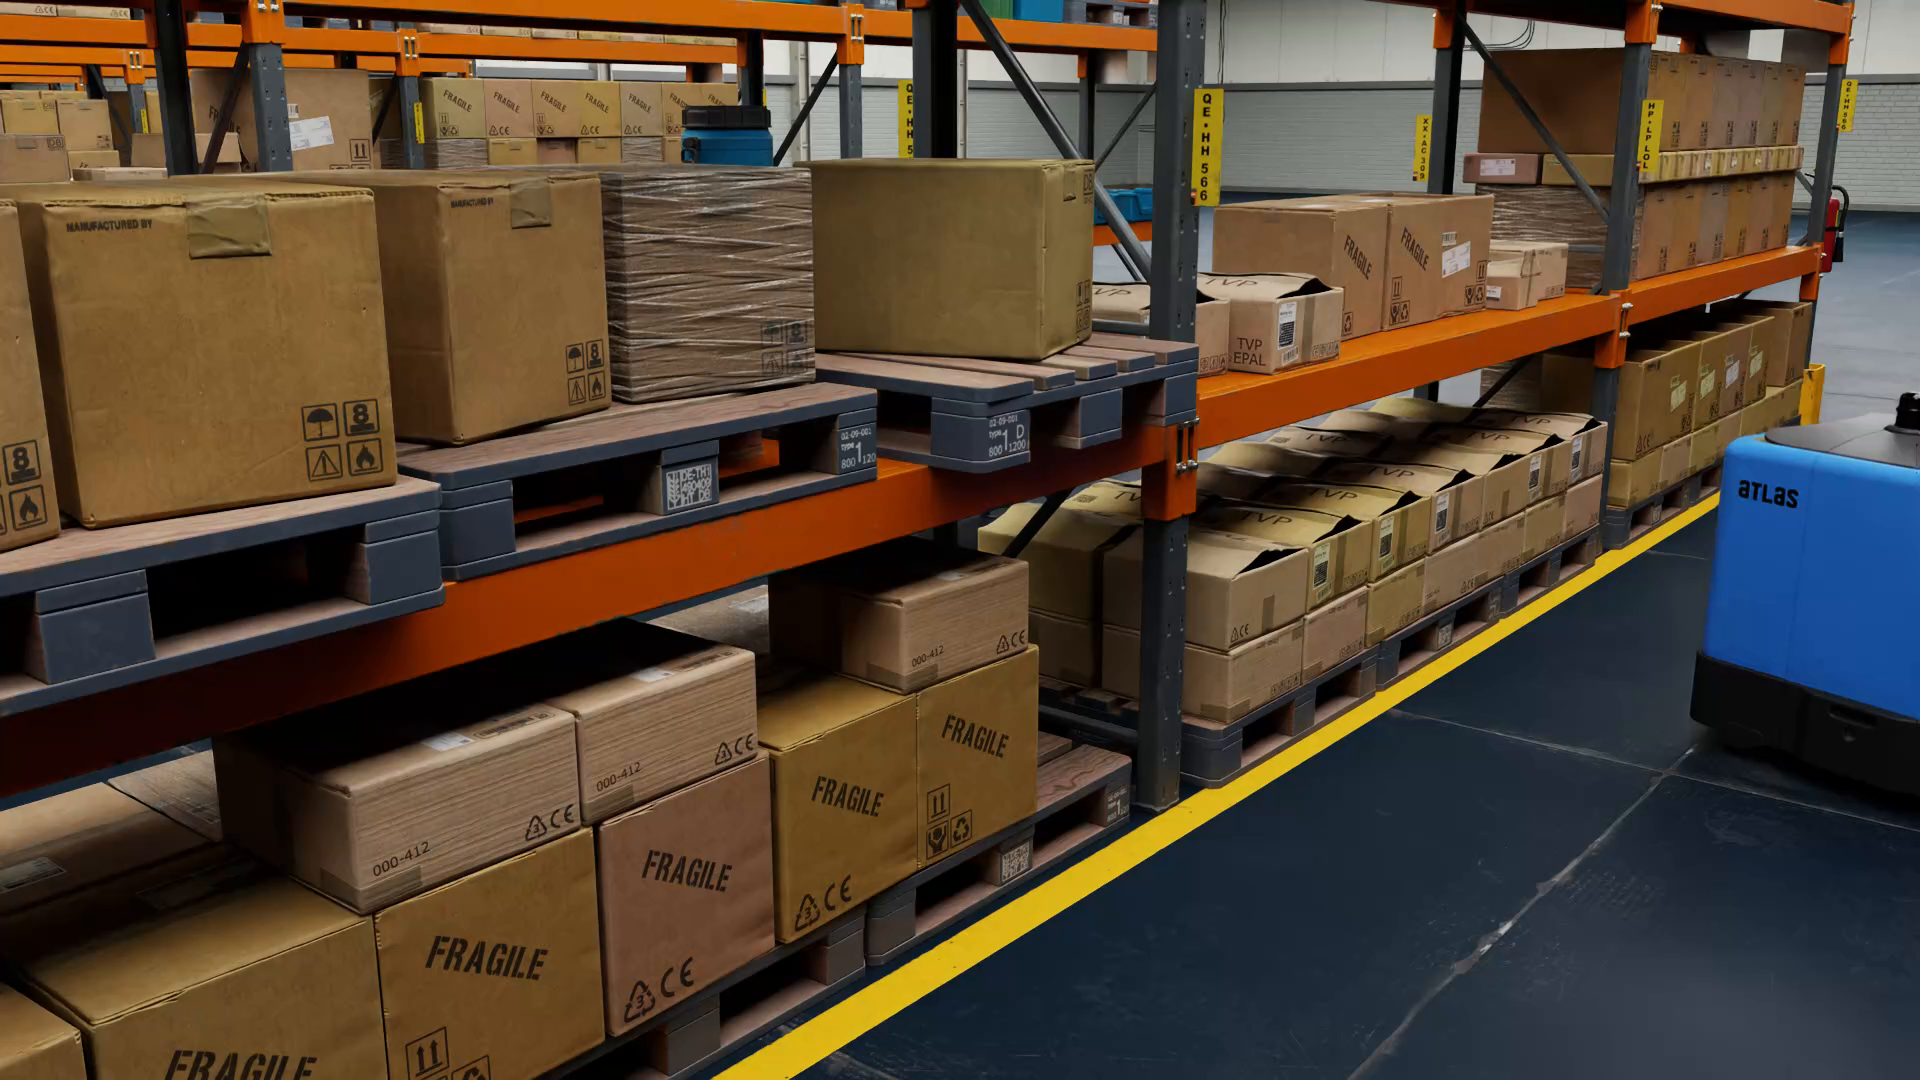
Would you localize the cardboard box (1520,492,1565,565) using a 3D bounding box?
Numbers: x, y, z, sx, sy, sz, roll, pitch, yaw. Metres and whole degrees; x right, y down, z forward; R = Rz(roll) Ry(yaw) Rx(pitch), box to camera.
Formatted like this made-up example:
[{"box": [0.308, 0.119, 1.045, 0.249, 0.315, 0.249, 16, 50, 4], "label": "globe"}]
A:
[{"box": [2.433, -0.094, 7.633, 0.500, 0.250, 0.500, 11, 18, 37], "label": "cardboard box"}]

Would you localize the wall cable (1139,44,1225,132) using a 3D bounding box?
[{"box": [6.625, -13.559, 50.025, 3.097, 2.526, 0.112, 11, 18, 38], "label": "wall cable"}]

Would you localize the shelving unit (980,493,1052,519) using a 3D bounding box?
[{"box": [-0.004, -0.544, 8.479, 0.538, 1.125, 1.048, 11, 18, 38], "label": "shelving unit"}]

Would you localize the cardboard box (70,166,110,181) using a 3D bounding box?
[{"box": [-6.591, -2.711, 12.624, 0.396, 0.266, 0.258, 11, 18, 36], "label": "cardboard box"}]

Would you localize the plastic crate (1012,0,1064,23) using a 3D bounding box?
[{"box": [0.487, -4.012, 12.263, 0.392, 0.384, 0.575, 11, 18, 38], "label": "plastic crate"}]

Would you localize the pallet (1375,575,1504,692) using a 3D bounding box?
[{"box": [1.589, 0.289, 7.056, 1.003, 0.211, 1.213, 11, 18, 38], "label": "pallet"}]

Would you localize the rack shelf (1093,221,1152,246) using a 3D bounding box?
[{"box": [0.194, -2.246, 12.832, 1.077, 0.370, 4.000, 11, 18, 38], "label": "rack shelf"}]

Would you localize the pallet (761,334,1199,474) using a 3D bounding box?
[{"box": [-0.098, -0.445, 4.670, 1.213, 0.211, 1.003, 11, 18, 38], "label": "pallet"}]

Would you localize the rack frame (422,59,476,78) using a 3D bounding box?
[{"box": [-6.195, -4.531, 20.366, 1.000, 3.000, 0.127, 11, 18, 38], "label": "rack frame"}]

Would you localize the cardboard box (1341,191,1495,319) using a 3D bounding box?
[{"box": [1.961, -1.247, 7.237, 0.500, 0.500, 0.500, 13, 19, 41], "label": "cardboard box"}]

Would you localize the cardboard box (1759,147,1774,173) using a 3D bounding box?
[{"box": [4.726, -2.323, 10.156, 0.380, 0.149, 0.250, 12, 18, 38], "label": "cardboard box"}]

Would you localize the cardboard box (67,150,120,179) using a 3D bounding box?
[{"box": [-8.829, -3.672, 16.782, 0.500, 0.500, 0.500, 11, 18, 37], "label": "cardboard box"}]

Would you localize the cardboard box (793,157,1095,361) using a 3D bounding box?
[{"box": [-0.034, -0.792, 4.593, 0.700, 0.500, 0.500, 5, 15, 19], "label": "cardboard box"}]

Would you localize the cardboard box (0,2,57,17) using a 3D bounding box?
[{"box": [-6.613, -3.742, 11.473, 0.500, 0.250, 0.500, 12, 18, 39], "label": "cardboard box"}]

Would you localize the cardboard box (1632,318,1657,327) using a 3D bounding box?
[{"box": [3.847, -1.089, 10.028, 0.500, 0.500, 0.500, 11, 18, 38], "label": "cardboard box"}]

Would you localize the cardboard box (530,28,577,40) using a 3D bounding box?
[{"box": [-3.784, -4.601, 14.856, 0.500, 0.250, 0.500, 10, 18, 35], "label": "cardboard box"}]

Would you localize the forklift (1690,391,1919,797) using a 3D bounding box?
[{"box": [3.781, -0.480, 4.561, 1.130, 2.935, 3.031, -9, 17, -31], "label": "forklift"}]

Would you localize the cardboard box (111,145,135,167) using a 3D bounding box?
[{"box": [-8.487, -3.910, 17.618, 0.875, 0.550, 0.550, 11, 18, 38], "label": "cardboard box"}]

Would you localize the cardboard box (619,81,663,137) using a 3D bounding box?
[{"box": [-3.180, -4.086, 15.776, 0.500, 0.500, 0.500, 11, 18, 38], "label": "cardboard box"}]

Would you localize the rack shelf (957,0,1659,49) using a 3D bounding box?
[{"box": [1.531, -2.166, 6.427, 1.077, 0.370, 4.000, 11, 18, 38], "label": "rack shelf"}]

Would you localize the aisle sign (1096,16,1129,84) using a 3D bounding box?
[{"box": [1.269, -4.297, 14.164, 0.394, 0.787, 0.004, 11, 18, 38], "label": "aisle sign"}]

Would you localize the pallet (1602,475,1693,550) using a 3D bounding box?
[{"box": [3.320, -0.239, 9.133, 1.003, 0.211, 1.213, 11, 18, 38], "label": "pallet"}]

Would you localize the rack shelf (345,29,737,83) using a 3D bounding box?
[{"box": [-3.658, -4.466, 15.480, 1.077, 0.370, 4.000, 11, 18, 38], "label": "rack shelf"}]

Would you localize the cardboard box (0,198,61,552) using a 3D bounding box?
[{"box": [-1.769, -0.220, 2.342, 0.700, 0.500, 0.500, 5, 15, 19], "label": "cardboard box"}]

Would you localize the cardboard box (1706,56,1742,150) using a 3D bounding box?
[{"box": [4.008, -2.496, 9.517, 0.700, 0.500, 0.500, 11, 18, 38], "label": "cardboard box"}]

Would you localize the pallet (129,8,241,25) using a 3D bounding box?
[{"box": [-6.035, -4.040, 12.723, 1.213, 0.211, 1.003, 11, 18, 38], "label": "pallet"}]

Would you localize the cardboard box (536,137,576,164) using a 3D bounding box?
[{"box": [-4.007, -3.449, 15.300, 0.875, 0.500, 0.500, 11, 18, 38], "label": "cardboard box"}]

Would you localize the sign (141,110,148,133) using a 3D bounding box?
[{"box": [-8.281, -4.206, 16.895, 0.100, 0.325, 0.005, 11, 18, 38], "label": "sign"}]

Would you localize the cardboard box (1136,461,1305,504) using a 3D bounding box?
[{"box": [1.052, -0.156, 6.738, 0.500, 0.311, 0.500, 11, 18, 37], "label": "cardboard box"}]

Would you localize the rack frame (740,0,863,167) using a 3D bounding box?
[{"box": [-1.063, -2.211, 11.236, 1.000, 3.000, 0.127, 11, 18, 38], "label": "rack frame"}]

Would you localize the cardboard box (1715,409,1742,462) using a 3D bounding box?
[{"box": [4.261, -0.644, 9.796, 0.500, 0.250, 0.500, 11, 18, 38], "label": "cardboard box"}]

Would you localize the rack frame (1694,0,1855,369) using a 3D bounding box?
[{"box": [5.302, -2.210, 11.231, 1.000, 3.000, 0.127, 11, 18, 38], "label": "rack frame"}]

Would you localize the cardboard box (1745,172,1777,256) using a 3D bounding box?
[{"box": [4.672, -2.070, 10.476, 0.700, 0.500, 0.500, 12, 18, 39], "label": "cardboard box"}]

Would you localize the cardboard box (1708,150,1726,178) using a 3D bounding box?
[{"box": [4.078, -2.126, 9.378, 0.380, 0.149, 0.250, 11, 18, 37], "label": "cardboard box"}]

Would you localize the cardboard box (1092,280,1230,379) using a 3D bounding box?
[{"box": [0.536, -0.698, 5.459, 0.500, 0.311, 0.500, 13, 19, 41], "label": "cardboard box"}]

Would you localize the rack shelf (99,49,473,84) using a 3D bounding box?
[{"box": [-7.452, -5.253, 18.578, 1.077, 0.370, 4.000, 11, 18, 38], "label": "rack shelf"}]

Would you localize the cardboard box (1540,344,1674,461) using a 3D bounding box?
[{"box": [3.323, -0.719, 8.569, 0.500, 0.500, 0.500, 11, 18, 38], "label": "cardboard box"}]

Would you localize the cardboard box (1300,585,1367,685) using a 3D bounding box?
[{"box": [1.147, 0.300, 6.083, 0.500, 0.250, 0.500, 11, 18, 36], "label": "cardboard box"}]

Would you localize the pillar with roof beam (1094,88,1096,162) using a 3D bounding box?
[{"box": [7.093, -14.038, 45.605, 9.100, 9.000, 0.400, 11, 18, 38], "label": "pillar with roof beam"}]

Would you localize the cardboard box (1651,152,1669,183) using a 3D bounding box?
[{"box": [3.426, -1.926, 8.593, 0.380, 0.149, 0.250, 11, 18, 36], "label": "cardboard box"}]

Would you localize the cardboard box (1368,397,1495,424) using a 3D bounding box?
[{"box": [2.334, -0.546, 8.274, 0.500, 0.311, 0.500, 11, 18, 38], "label": "cardboard box"}]

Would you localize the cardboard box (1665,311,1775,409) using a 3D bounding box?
[{"box": [4.579, -1.102, 10.077, 0.500, 0.500, 0.500, 11, 18, 38], "label": "cardboard box"}]

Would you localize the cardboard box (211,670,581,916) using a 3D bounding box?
[{"box": [-1.118, 0.476, 3.316, 0.500, 0.250, 0.500, 11, 18, 38], "label": "cardboard box"}]

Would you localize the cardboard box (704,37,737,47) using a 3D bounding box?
[{"box": [-2.506, -4.993, 16.400, 0.500, 0.250, 0.500, 12, 18, 39], "label": "cardboard box"}]

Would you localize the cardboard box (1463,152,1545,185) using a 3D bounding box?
[{"box": [2.792, -1.892, 8.459, 0.380, 0.149, 0.250, 11, 18, 37], "label": "cardboard box"}]

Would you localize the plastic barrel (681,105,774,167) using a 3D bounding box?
[{"box": [-1.541, -2.427, 11.068, 0.600, 0.901, 0.708, 11, 18, 38], "label": "plastic barrel"}]

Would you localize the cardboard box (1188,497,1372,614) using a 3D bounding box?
[{"box": [1.155, 0.022, 6.035, 0.500, 0.311, 0.500, 11, 18, 36], "label": "cardboard box"}]

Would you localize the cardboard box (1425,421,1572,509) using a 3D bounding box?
[{"box": [2.434, -0.364, 7.558, 0.500, 0.311, 0.500, 12, 18, 39], "label": "cardboard box"}]

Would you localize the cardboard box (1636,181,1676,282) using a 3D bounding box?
[{"box": [3.388, -1.681, 8.943, 0.700, 0.500, 0.500, 11, 18, 37], "label": "cardboard box"}]

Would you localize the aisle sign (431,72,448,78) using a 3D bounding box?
[{"box": [-6.384, -5.851, 20.282, 0.394, 0.787, 0.004, 11, 18, 38], "label": "aisle sign"}]

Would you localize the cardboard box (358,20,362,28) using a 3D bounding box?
[{"box": [-6.781, -5.804, 18.739, 0.380, 0.149, 0.250, 11, 18, 37], "label": "cardboard box"}]

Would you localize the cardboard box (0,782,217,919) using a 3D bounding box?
[{"box": [-1.836, 0.854, 3.353, 0.500, 0.500, 0.500, 11, 18, 38], "label": "cardboard box"}]

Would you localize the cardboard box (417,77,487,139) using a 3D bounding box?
[{"box": [-4.434, -3.702, 14.266, 0.500, 0.500, 0.500, 11, 18, 38], "label": "cardboard box"}]

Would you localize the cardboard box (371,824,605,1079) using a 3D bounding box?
[{"box": [-1.100, 0.833, 3.436, 0.500, 0.500, 0.500, 12, 18, 38], "label": "cardboard box"}]

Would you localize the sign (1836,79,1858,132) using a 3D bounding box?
[{"box": [5.715, -2.800, 10.719, 0.100, 0.325, 0.005, 11, 18, 38], "label": "sign"}]
